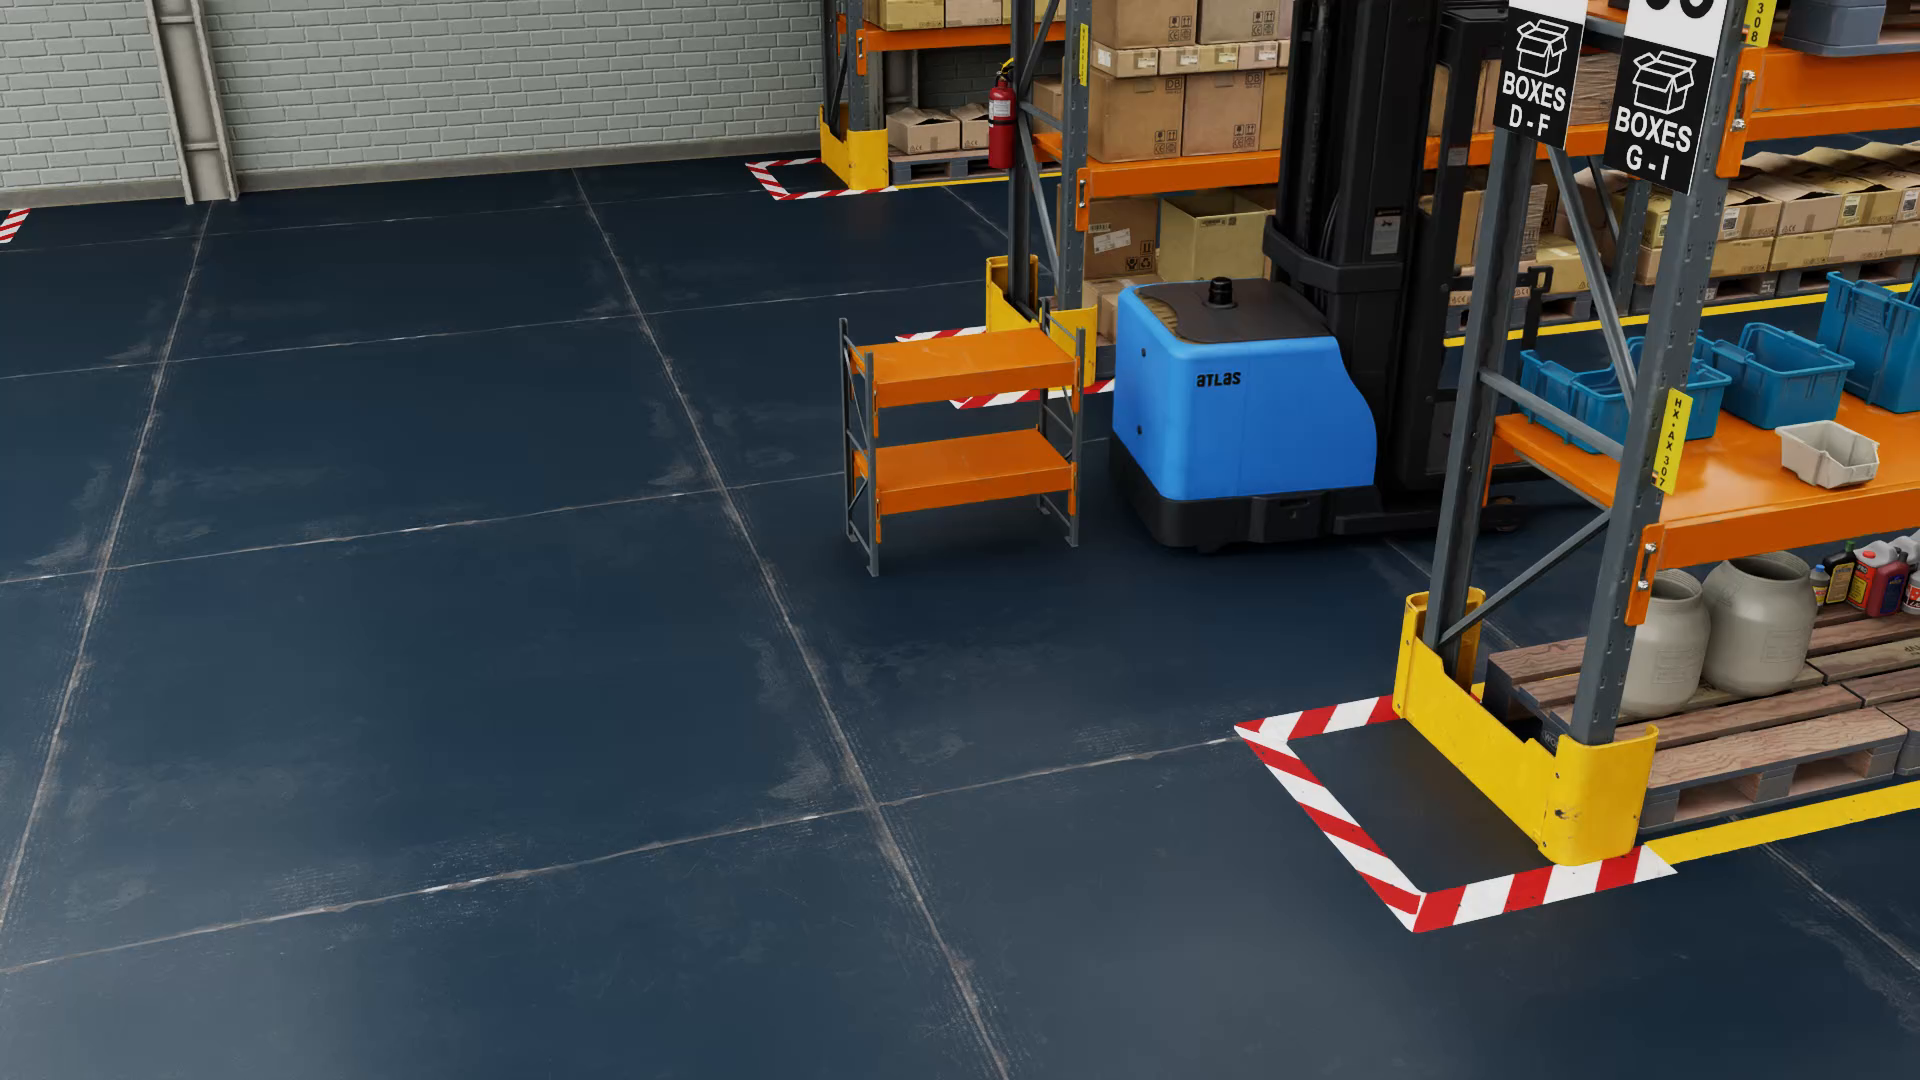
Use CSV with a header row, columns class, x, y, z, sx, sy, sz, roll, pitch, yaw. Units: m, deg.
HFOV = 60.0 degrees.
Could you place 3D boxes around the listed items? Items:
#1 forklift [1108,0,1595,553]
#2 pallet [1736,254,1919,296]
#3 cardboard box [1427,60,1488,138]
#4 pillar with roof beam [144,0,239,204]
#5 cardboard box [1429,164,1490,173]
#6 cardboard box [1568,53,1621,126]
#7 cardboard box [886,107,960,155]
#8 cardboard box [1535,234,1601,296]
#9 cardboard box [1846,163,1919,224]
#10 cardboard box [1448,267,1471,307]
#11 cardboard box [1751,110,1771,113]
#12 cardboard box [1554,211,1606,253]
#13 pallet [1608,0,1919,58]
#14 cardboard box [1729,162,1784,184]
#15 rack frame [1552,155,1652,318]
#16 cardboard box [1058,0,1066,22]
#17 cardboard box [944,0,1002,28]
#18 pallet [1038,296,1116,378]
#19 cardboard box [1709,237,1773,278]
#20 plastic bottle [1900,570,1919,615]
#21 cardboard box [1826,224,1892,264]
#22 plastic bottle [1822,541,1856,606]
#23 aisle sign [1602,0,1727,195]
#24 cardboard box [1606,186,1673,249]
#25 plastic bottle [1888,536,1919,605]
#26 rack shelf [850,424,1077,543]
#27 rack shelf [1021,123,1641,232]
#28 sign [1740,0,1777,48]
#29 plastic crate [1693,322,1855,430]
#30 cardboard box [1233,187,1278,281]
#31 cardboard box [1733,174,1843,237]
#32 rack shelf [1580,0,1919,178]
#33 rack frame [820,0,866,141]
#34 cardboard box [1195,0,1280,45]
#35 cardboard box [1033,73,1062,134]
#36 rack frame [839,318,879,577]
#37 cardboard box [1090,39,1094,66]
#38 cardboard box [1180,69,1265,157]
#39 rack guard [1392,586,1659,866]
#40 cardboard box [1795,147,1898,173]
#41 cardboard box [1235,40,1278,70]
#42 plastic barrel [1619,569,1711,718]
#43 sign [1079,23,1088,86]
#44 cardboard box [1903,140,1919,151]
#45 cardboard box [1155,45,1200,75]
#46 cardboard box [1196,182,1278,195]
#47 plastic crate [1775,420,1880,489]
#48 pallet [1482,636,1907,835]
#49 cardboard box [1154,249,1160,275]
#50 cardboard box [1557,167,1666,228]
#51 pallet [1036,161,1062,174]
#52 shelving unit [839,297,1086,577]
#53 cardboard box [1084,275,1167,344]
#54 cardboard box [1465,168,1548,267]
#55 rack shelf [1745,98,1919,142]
class,x,y,z,sx,sy,sz,roll,pitch,yaw
forklift,2.356,-1.563,8.102,3.031,2.935,1.130,-5,27,-10
pallet,6.175,-2.100,12.242,1.213,0.211,1.003,-8,28,-16
cardboard box,2.927,-2.900,10.605,0.500,0.500,0.700,-8,27,-15
pillar with roof beam,-4.991,-5.107,8.418,0.400,9.000,9.100,-8,28,-16
cardboard box,3.313,-2.350,11.387,0.500,0.500,0.500,-8,28,-16
cardboard box,3.904,-3.042,10.892,0.500,0.500,0.700,-9,28,-17
cardboard box,-0.331,-3.654,14.767,0.500,0.311,0.500,-12,29,-22
cardboard box,3.951,-1.862,11.246,0.500,0.250,0.500,-8,28,-16
cardboard box,6.733,-2.501,11.904,0.500,0.311,0.500,-8,28,-16
cardboard box,3.002,-1.722,10.965,0.500,0.250,0.500,-8,28,-16
cardboard box,5.230,-2.984,11.171,0.250,0.149,0.380,-8,28,-16
cardboard box,4.629,-2.198,11.923,0.500,0.250,0.500,-9,28,-17
pallet,2.868,-1.747,5.235,1.213,0.211,1.003,-8,28,-16
cardboard box,5.589,-2.588,12.079,0.500,0.311,0.500,-8,28,-16
rack frame,4.324,-3.061,11.043,0.127,3.000,1.000,-8,28,-16
cardboard box,1.003,-4.693,14.476,0.500,0.250,0.500,-8,28,-16
cardboard box,0.035,-4.557,14.202,0.500,0.250,0.500,-9,28,-18
pallet,1.235,-1.385,10.801,1.213,0.211,1.003,-8,28,-16
cardboard box,5.271,-2.038,11.603,0.500,0.250,0.500,-8,27,-15
plastic bottle,4.098,0.210,7.105,0.097,0.201,0.097,0,26,0
cardboard box,6.247,-2.181,11.889,0.500,0.250,0.500,-8,27,-15
plastic bottle,3.767,0.142,7.151,0.133,0.283,0.061,-8,27,-15
aisle sign,2.074,-1.446,4.866,0.004,0.787,0.394,-8,28,-16
cardboard box,4.794,-2.221,11.339,0.500,0.311,0.500,-8,28,-16
plastic bottle,4.042,0.127,7.190,0.135,0.276,0.152,-9,28,-18
rack shelf,0.006,-0.286,8.110,1.000,0.278,0.538,-8,28,-16
rack shelf,2.423,-2.464,10.648,4.000,0.370,1.077,-8,28,-16
sign,2.217,-1.530,4.575,0.005,0.325,0.100,-8,28,-16
plastic crate,3.054,-0.632,6.316,0.408,0.251,0.499,-8,28,-16
cardboard box,2.046,-1.927,10.534,0.500,0.500,0.500,-8,28,-16
cardboard box,5.764,-2.359,11.618,0.500,0.311,0.500,-9,28,-18
rack shelf,3.953,-1.712,5.762,4.000,0.370,1.077,-8,28,-16
rack frame,-1.017,-4.604,14.151,0.127,3.000,1.000,-8,28,-16
cardboard box,1.517,-3.277,9.907,0.500,0.500,0.700,-9,28,-17
cardboard box,0.924,-3.898,15.044,0.500,0.500,0.700,-10,28,-19
rack frame,-0.477,-0.435,7.861,0.032,1.125,0.500,-8,28,-16
cardboard box,0.825,-2.979,10.035,0.250,0.149,0.380,-9,28,-17
cardboard box,1.467,-2.689,10.180,0.500,0.500,0.700,-8,27,-15
rack guard,2.109,0.674,6.331,0.348,0.500,1.175,-8,28,-16
cardboard box,6.556,-2.727,12.358,0.500,0.311,0.500,-9,28,-17
cardboard box,1.689,-2.914,9.904,0.250,0.149,0.380,-9,28,-17
plastic barrel,2.653,0.388,6.421,0.421,0.512,0.421,0,26,0
sign,0.687,-2.698,9.249,0.005,0.325,0.100,-8,28,-16
cardboard box,7.539,-2.872,12.651,0.500,0.311,0.500,-7,27,-14
cardboard box,1.211,-2.846,9.768,0.250,0.149,0.380,-9,28,-17
cardboard box,1.885,-2.146,10.977,0.500,0.500,0.500,-8,28,-16
plastic crate,3.002,-0.285,5.747,0.250,0.136,0.298,-8,28,-16
pallet,2.883,0.693,6.616,1.213,0.211,1.003,-8,28,-16
cardboard box,1.411,-1.740,11.001,0.500,0.250,0.500,-8,28,-16
cardboard box,4.621,-2.446,11.793,0.500,0.311,0.500,-8,28,-16
pallet,0.997,-3.629,15.323,1.213,0.211,1.003,-8,28,-16
shelving unit,0.006,-0.505,8.002,1.048,1.125,0.538,-8,28,-16
cardboard box,1.100,-1.447,10.411,0.500,0.250,0.500,-8,28,-16
cardboard box,3.472,-2.134,10.951,0.500,0.500,0.500,-8,28,-16
rack shelf,6.226,-3.015,11.758,4.000,0.370,1.077,-8,28,-16
